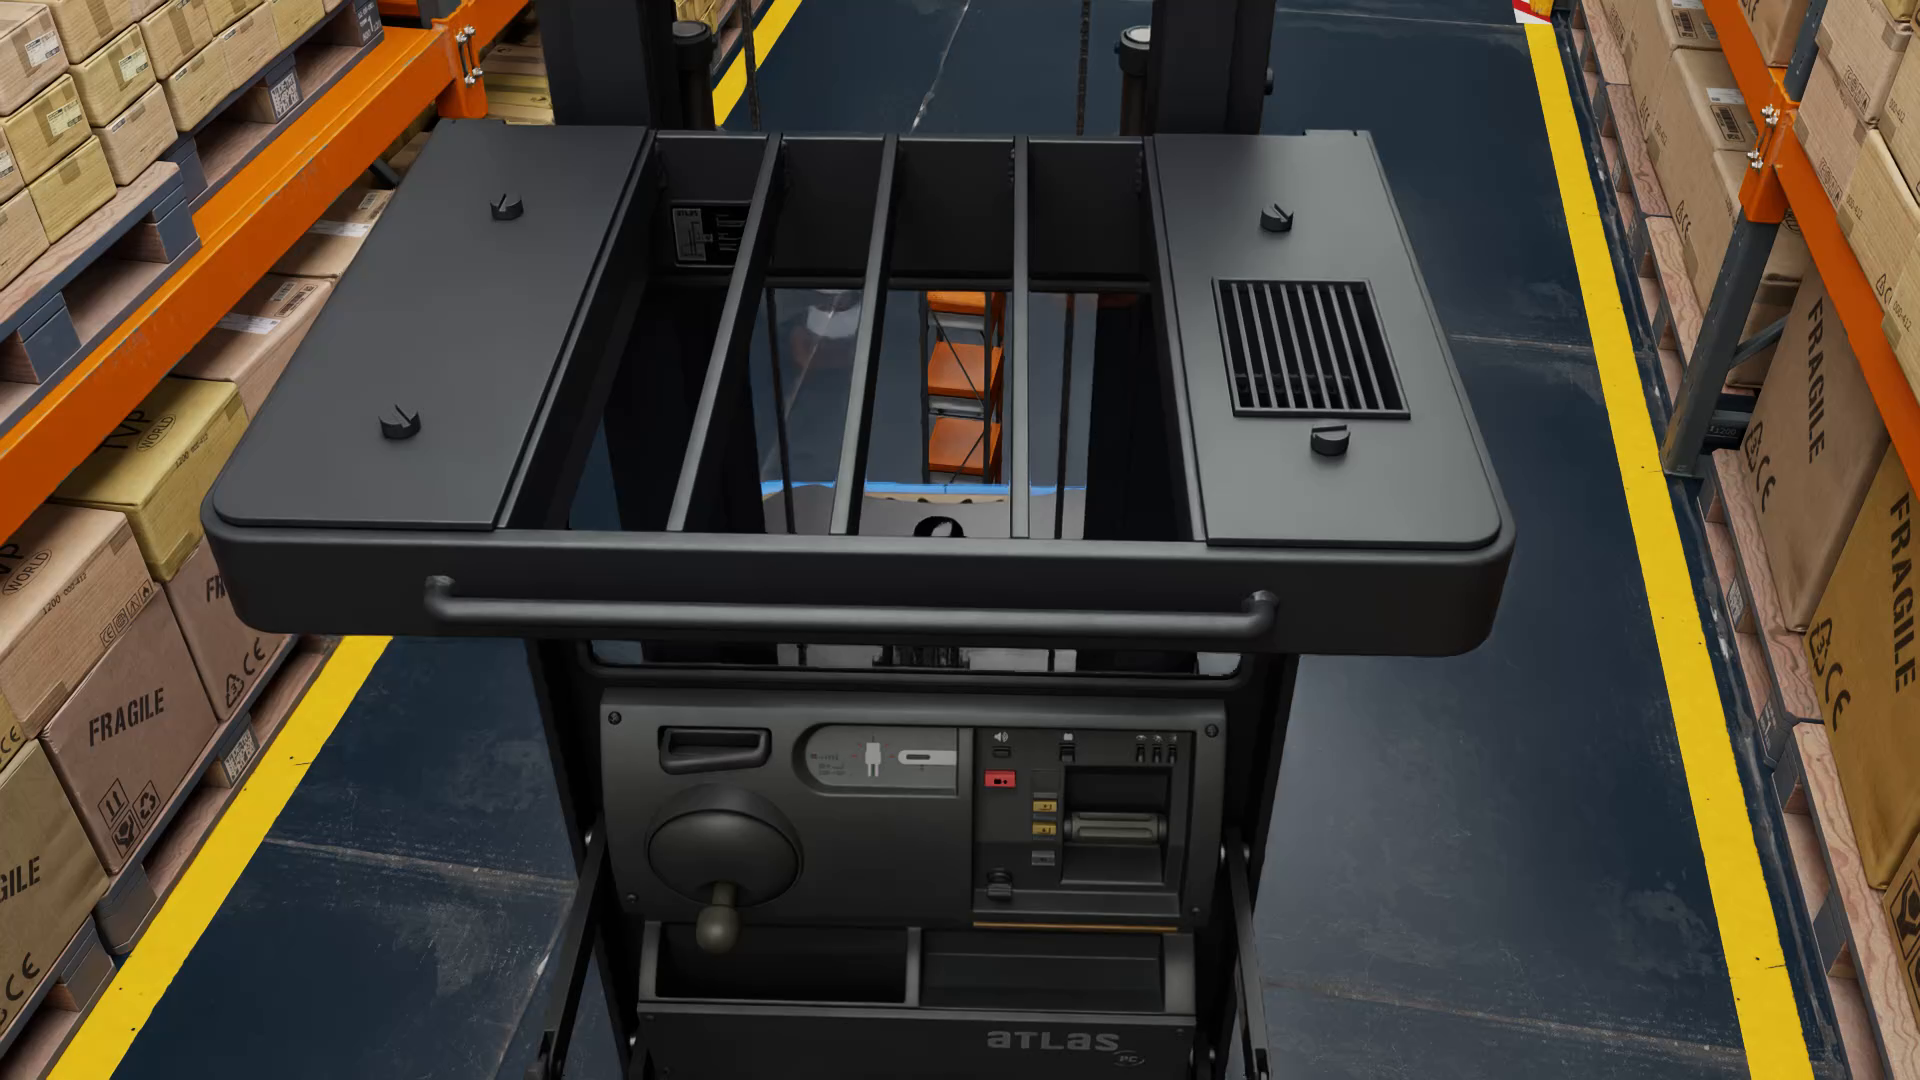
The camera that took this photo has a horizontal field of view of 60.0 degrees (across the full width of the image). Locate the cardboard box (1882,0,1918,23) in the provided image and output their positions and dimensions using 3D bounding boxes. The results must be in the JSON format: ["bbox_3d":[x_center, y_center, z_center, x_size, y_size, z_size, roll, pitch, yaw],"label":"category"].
[{"bbox_3d":[2.473,-1.529,3.882,0.500,0.500,0.500,7,40,8],"label":"cardboard box"}]

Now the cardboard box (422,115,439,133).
[{"bbox_3d":[-2.256,-1.584,6.486,0.380,0.149,0.250,5,40,6],"label":"cardboard box"}]

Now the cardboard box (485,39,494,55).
[{"bbox_3d":[-2.137,-2.033,6.795,0.380,0.149,0.250,5,40,6],"label":"cardboard box"}]

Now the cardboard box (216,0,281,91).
[{"bbox_3d":[-2.024,-1.307,4.344,0.380,0.149,0.250,6,40,8],"label":"cardboard box"}]

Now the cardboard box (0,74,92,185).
[{"bbox_3d":[-2.160,-0.913,3.634,0.380,0.149,0.250,7,40,8],"label":"cardboard box"}]

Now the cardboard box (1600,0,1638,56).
[{"bbox_3d":[3.509,-2.609,7.733,0.875,0.438,0.875,5,40,6],"label":"cardboard box"}]

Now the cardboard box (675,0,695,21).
[{"bbox_3d":[-1.407,-2.346,7.408,0.380,0.149,0.250,8,40,10],"label":"cardboard box"}]

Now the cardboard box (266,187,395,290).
[{"bbox_3d":[-1.941,-0.824,4.937,0.500,0.250,0.500,5,40,6],"label":"cardboard box"}]

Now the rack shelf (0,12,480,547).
[{"bbox_3d":[-2.407,-0.300,3.823,1.077,0.370,4.000,6,40,8],"label":"rack shelf"}]

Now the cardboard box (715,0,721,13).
[{"bbox_3d":[-1.359,-2.567,7.909,0.380,0.149,0.250,7,40,8],"label":"cardboard box"}]

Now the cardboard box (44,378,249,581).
[{"bbox_3d":[-2.120,-0.170,4.145,0.500,0.250,0.500,5,40,6],"label":"cardboard box"}]

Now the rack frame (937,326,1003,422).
[{"bbox_3d":[0.030,-0.515,5.049,0.200,1.050,0.008,6,40,8],"label":"rack frame"}]

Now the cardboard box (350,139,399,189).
[{"bbox_3d":[-2.256,-1.377,6.002,0.380,0.149,0.250,7,40,9],"label":"cardboard box"}]

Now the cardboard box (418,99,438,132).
[{"bbox_3d":[-2.214,-1.698,6.391,0.380,0.149,0.250,6,40,7],"label":"cardboard box"}]

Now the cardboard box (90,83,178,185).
[{"bbox_3d":[-2.110,-0.974,3.942,0.380,0.149,0.250,5,40,6],"label":"cardboard box"}]

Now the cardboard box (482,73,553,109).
[{"bbox_3d":[-1.696,-1.648,6.331,0.380,0.149,0.250,6,40,7],"label":"cardboard box"}]

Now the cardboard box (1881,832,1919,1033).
[{"bbox_3d":[2.500,0.834,3.225,0.875,0.875,0.875,7,40,8],"label":"cardboard box"}]

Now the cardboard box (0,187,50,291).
[{"bbox_3d":[-2.203,-0.641,3.539,0.380,0.149,0.250,5,40,6],"label":"cardboard box"}]

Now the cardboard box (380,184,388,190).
[{"bbox_3d":[-2.319,-1.243,6.073,0.380,0.149,0.250,7,40,9],"label":"cardboard box"}]

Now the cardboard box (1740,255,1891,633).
[{"bbox_3d":[2.804,-0.295,4.590,0.875,0.875,0.875,8,40,9],"label":"cardboard box"}]

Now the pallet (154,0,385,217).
[{"bbox_3d":[-2.336,-1.295,4.612,1.003,0.211,1.213,6,40,8],"label":"pallet"}]

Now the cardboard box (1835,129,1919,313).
[{"bbox_3d":[2.408,-0.720,3.885,0.500,0.250,0.500,5,40,7],"label":"cardboard box"}]

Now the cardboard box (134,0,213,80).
[{"bbox_3d":[-2.068,-1.247,4.039,0.380,0.149,0.250,5,40,6],"label":"cardboard box"}]

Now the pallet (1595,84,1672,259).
[{"bbox_3d":[3.250,-1.512,6.913,1.003,0.211,1.213,6,40,8],"label":"pallet"}]

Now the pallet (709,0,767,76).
[{"bbox_3d":[-1.557,-2.714,8.367,1.003,0.211,1.213,6,40,8],"label":"pallet"}]

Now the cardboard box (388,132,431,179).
[{"bbox_3d":[-1.797,-1.318,5.931,0.380,0.149,0.250,8,40,9],"label":"cardboard box"}]

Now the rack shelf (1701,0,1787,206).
[{"bbox_3d":[3.178,-2.328,6.276,1.077,0.370,4.000,6,40,8],"label":"rack shelf"}]

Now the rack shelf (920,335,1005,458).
[{"bbox_3d":[0.009,-0.430,4.963,0.215,0.259,0.240,6,40,8],"label":"rack shelf"}]

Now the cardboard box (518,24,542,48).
[{"bbox_3d":[-1.549,-1.965,6.714,0.380,0.149,0.250,7,40,9],"label":"cardboard box"}]

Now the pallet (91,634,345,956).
[{"bbox_3d":[-2.403,0.499,4.481,1.003,0.211,1.213,6,40,8],"label":"pallet"}]

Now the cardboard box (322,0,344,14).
[{"bbox_3d":[-1.935,-1.626,4.730,0.380,0.149,0.250,6,40,7],"label":"cardboard box"}]

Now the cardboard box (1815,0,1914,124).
[{"bbox_3d":[2.478,-1.240,4.121,0.500,0.250,0.500,5,40,6],"label":"cardboard box"}]

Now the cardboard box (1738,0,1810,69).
[{"bbox_3d":[2.661,-1.708,4.883,0.500,0.500,0.500,7,40,8],"label":"cardboard box"}]

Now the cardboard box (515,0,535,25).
[{"bbox_3d":[-1.951,-2.347,7.176,0.380,0.149,0.250,6,40,8],"label":"cardboard box"}]

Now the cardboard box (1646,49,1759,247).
[{"bbox_3d":[3.201,-1.468,6.353,0.875,0.438,0.875,5,40,6],"label":"cardboard box"}]

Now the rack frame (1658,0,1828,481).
[{"bbox_3d":[2.832,-1.350,4.529,1.000,3.000,0.127,6,40,8],"label":"rack frame"}]

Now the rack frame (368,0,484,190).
[{"bbox_3d":[-2.061,-1.832,5.112,1.000,3.000,0.127,6,40,8],"label":"rack frame"}]

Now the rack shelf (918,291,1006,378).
[{"bbox_3d":[0.009,-0.649,4.782,0.215,0.259,0.240,6,40,8],"label":"rack shelf"}]

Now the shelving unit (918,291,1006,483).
[{"bbox_3d":[0.009,-0.438,4.956,0.215,1.050,0.252,6,40,8],"label":"shelving unit"}]

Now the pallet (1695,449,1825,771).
[{"bbox_3d":[2.773,0.217,4.821,1.003,0.211,1.213,6,40,8],"label":"pallet"}]

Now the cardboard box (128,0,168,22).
[{"bbox_3d":[-2.075,-1.358,3.939,0.380,0.149,0.250,6,40,8],"label":"cardboard box"}]

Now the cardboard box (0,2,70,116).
[{"bbox_3d":[-2.164,-1.035,3.549,0.380,0.149,0.250,5,40,6],"label":"cardboard box"}]

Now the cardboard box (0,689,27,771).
[{"bbox_3d":[-2.307,0.466,3.376,0.500,0.250,0.500,6,40,7],"label":"cardboard box"}]

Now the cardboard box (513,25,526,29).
[{"bbox_3d":[-1.937,-2.221,7.257,0.380,0.149,0.250,8,40,10],"label":"cardboard box"}]

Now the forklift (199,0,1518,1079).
[{"bbox_3d":[-0.076,0.504,2.340,1.130,2.935,3.031,1,40,1],"label":"forklift"}]

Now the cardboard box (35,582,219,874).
[{"bbox_3d":[-2.211,0.425,4.014,0.500,0.500,0.500,5,40,7],"label":"cardboard box"}]
